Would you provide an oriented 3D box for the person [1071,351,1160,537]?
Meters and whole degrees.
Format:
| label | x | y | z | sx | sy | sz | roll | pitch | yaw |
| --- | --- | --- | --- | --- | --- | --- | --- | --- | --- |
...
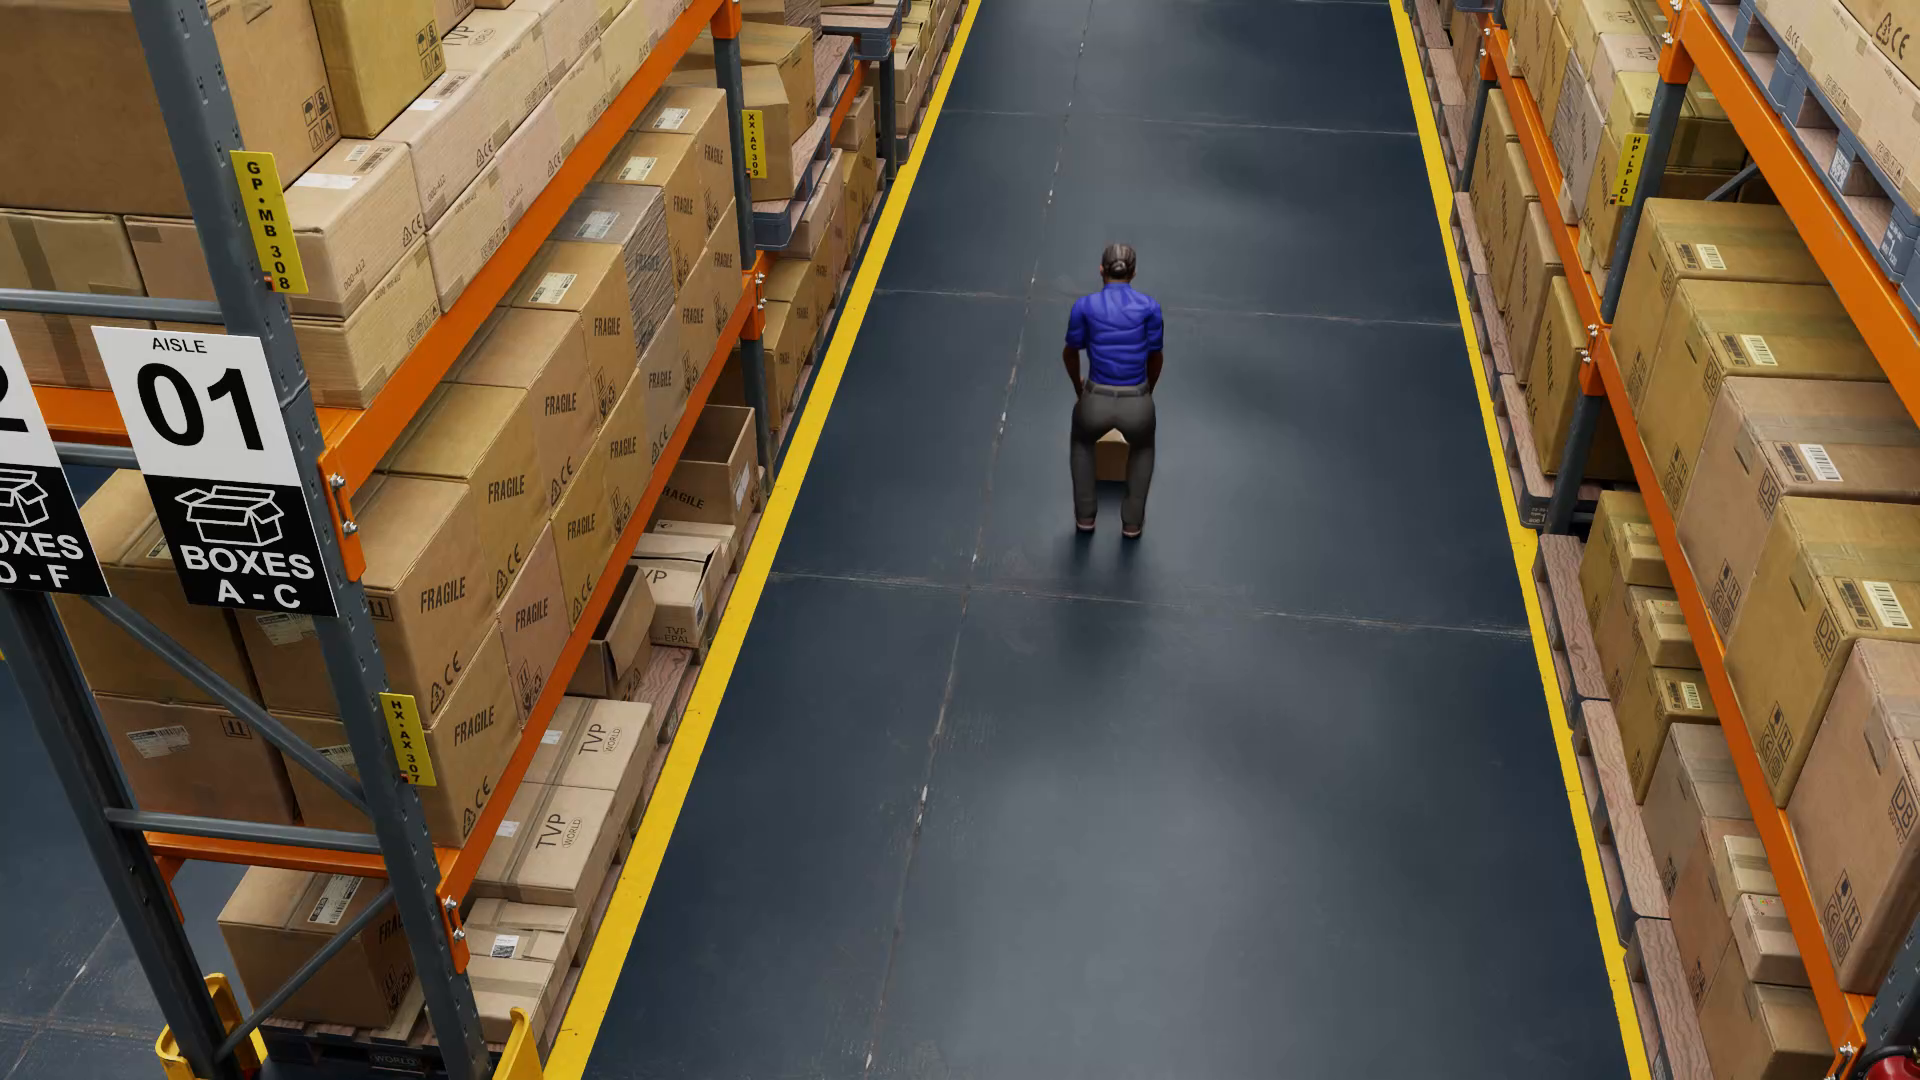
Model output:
| label | x | y | z | sx | sy | sz | roll | pitch | yaw |
| --- | --- | --- | --- | --- | --- | --- | --- | --- | --- |
| person | 0.788 | -0.532 | 8.449 | 0.452 | 0.850 | 0.865 | 3 | 36 | 4 |
